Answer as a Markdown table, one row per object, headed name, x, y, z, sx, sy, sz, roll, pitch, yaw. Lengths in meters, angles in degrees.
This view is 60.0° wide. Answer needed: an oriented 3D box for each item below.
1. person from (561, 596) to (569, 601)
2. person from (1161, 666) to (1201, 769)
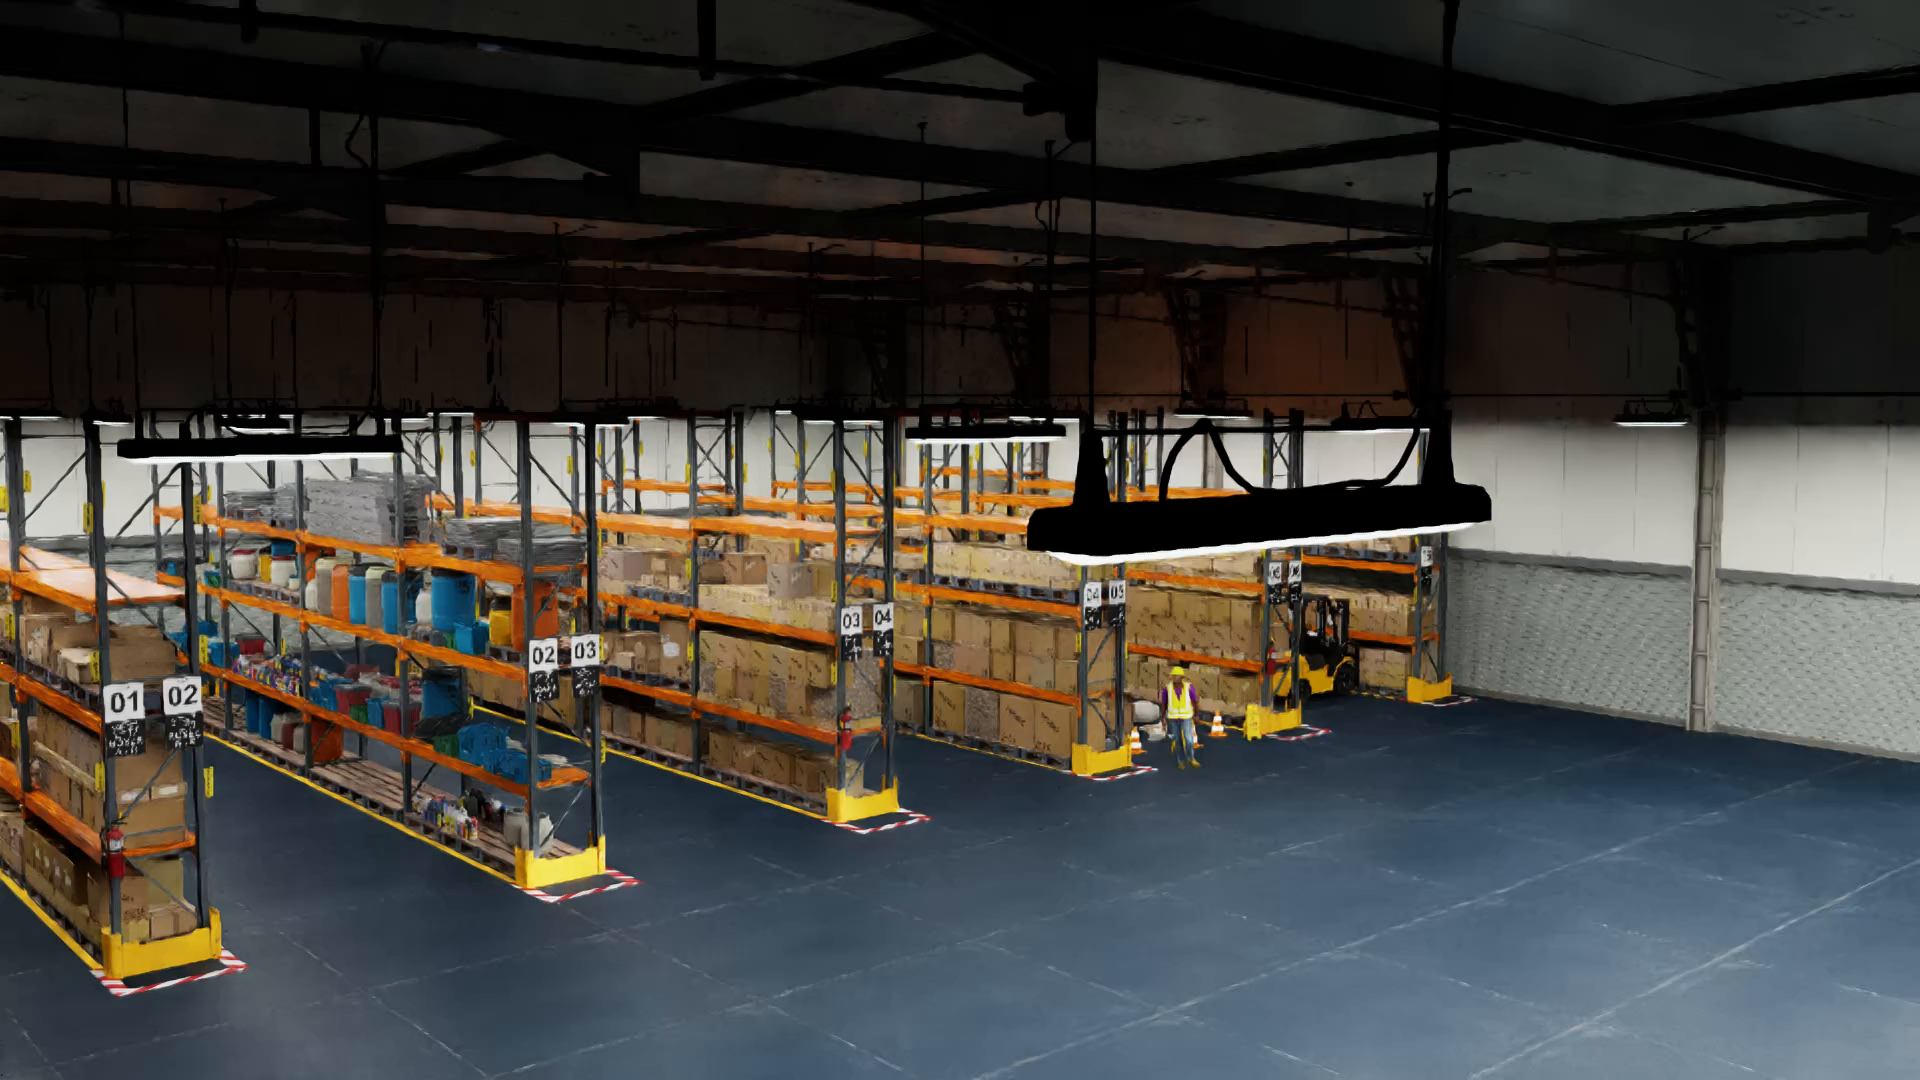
| name | x | y | z | sx | sy | sz | roll | pitch | yaw |
| --- | --- | --- | --- | --- | --- | --- | --- | --- | --- |
| person | -9.039 | 2.130 | 37.994 | 0.598 | 1.698 | 1.172 | -4 | 6 | -39 |
| person | 3.717 | 2.991 | 27.928 | 0.678 | 1.755 | 0.453 | 1 | 5 | 14 |
